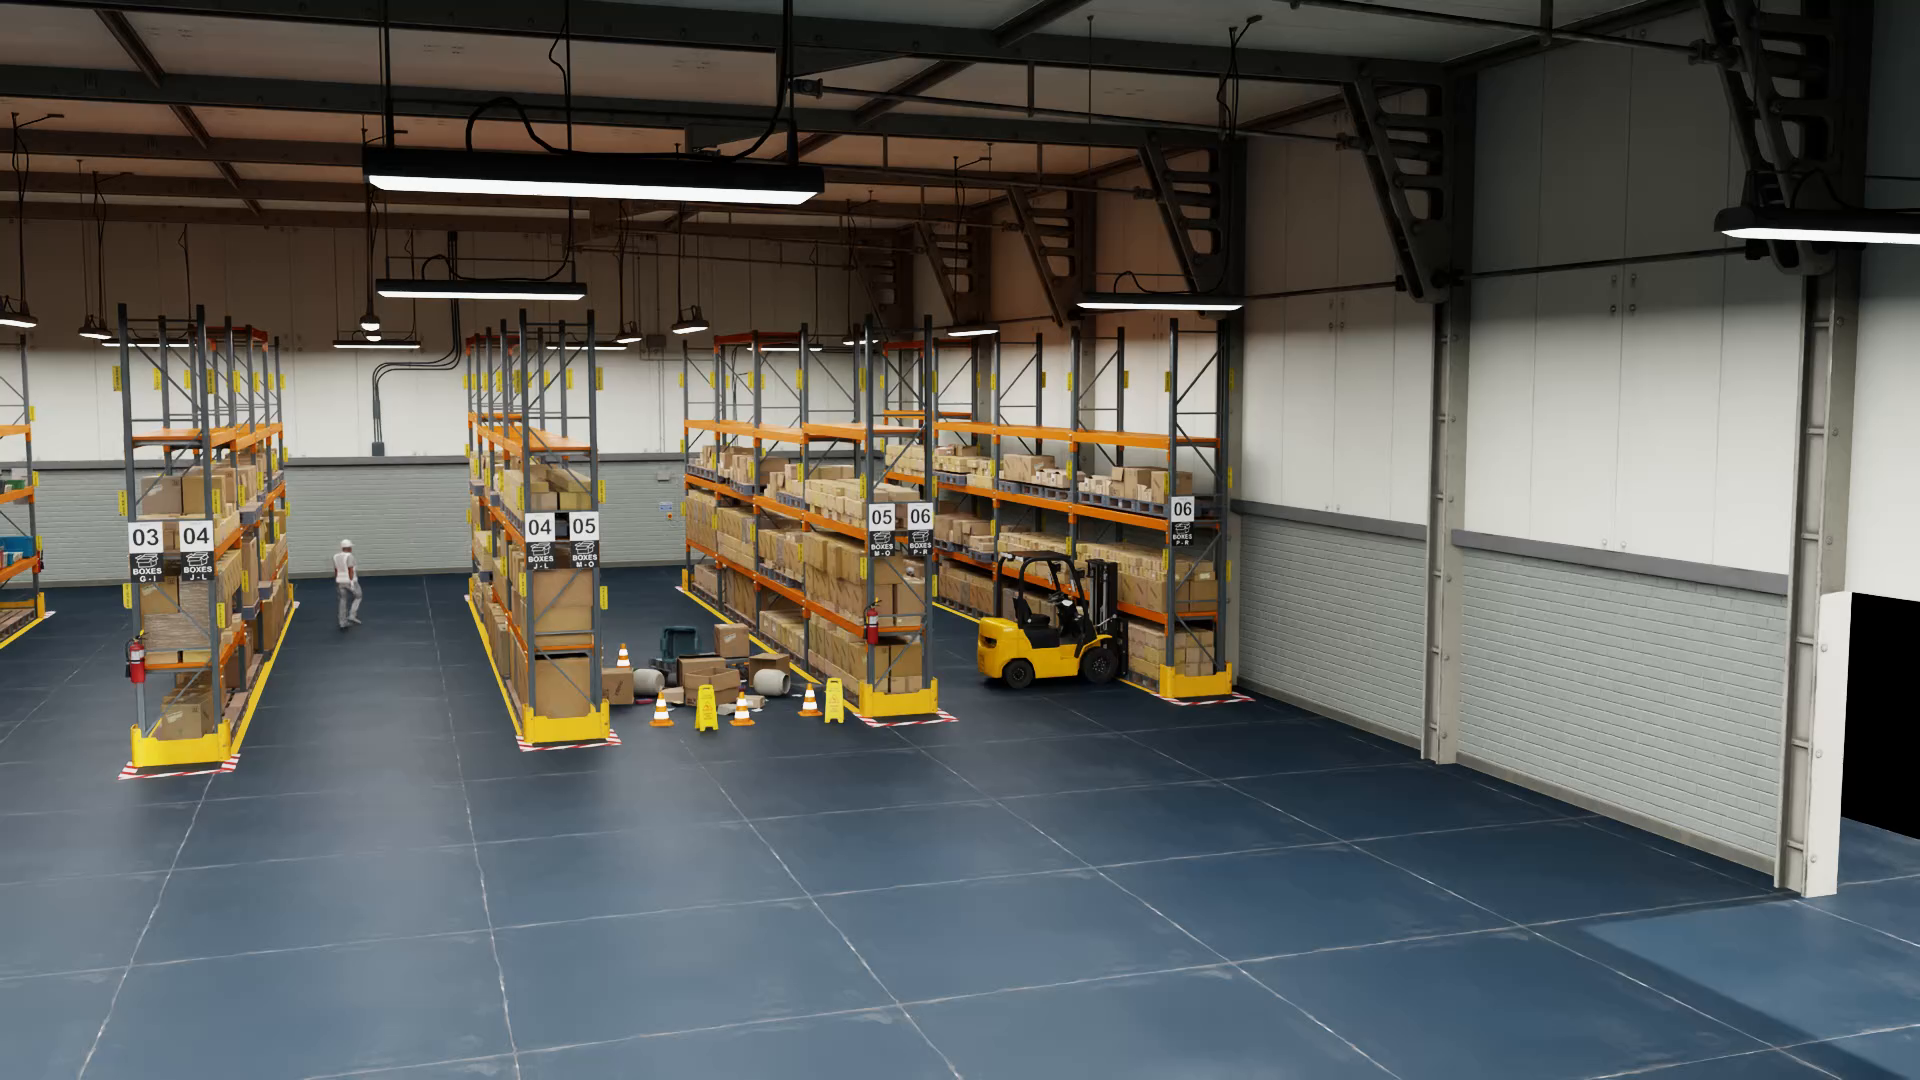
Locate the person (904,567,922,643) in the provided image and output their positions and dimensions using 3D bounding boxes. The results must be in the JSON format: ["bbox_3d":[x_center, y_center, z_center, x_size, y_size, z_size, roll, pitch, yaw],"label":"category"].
[{"bbox_3d":[-0.936,1.286,31.134,0.606,1.554,0.717,-2,6,-17],"label":"person"}]

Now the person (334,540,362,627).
[{"bbox_3d":[-12.576,0.876,34.041,0.556,1.762,0.504,1,5,6],"label":"person"}]
